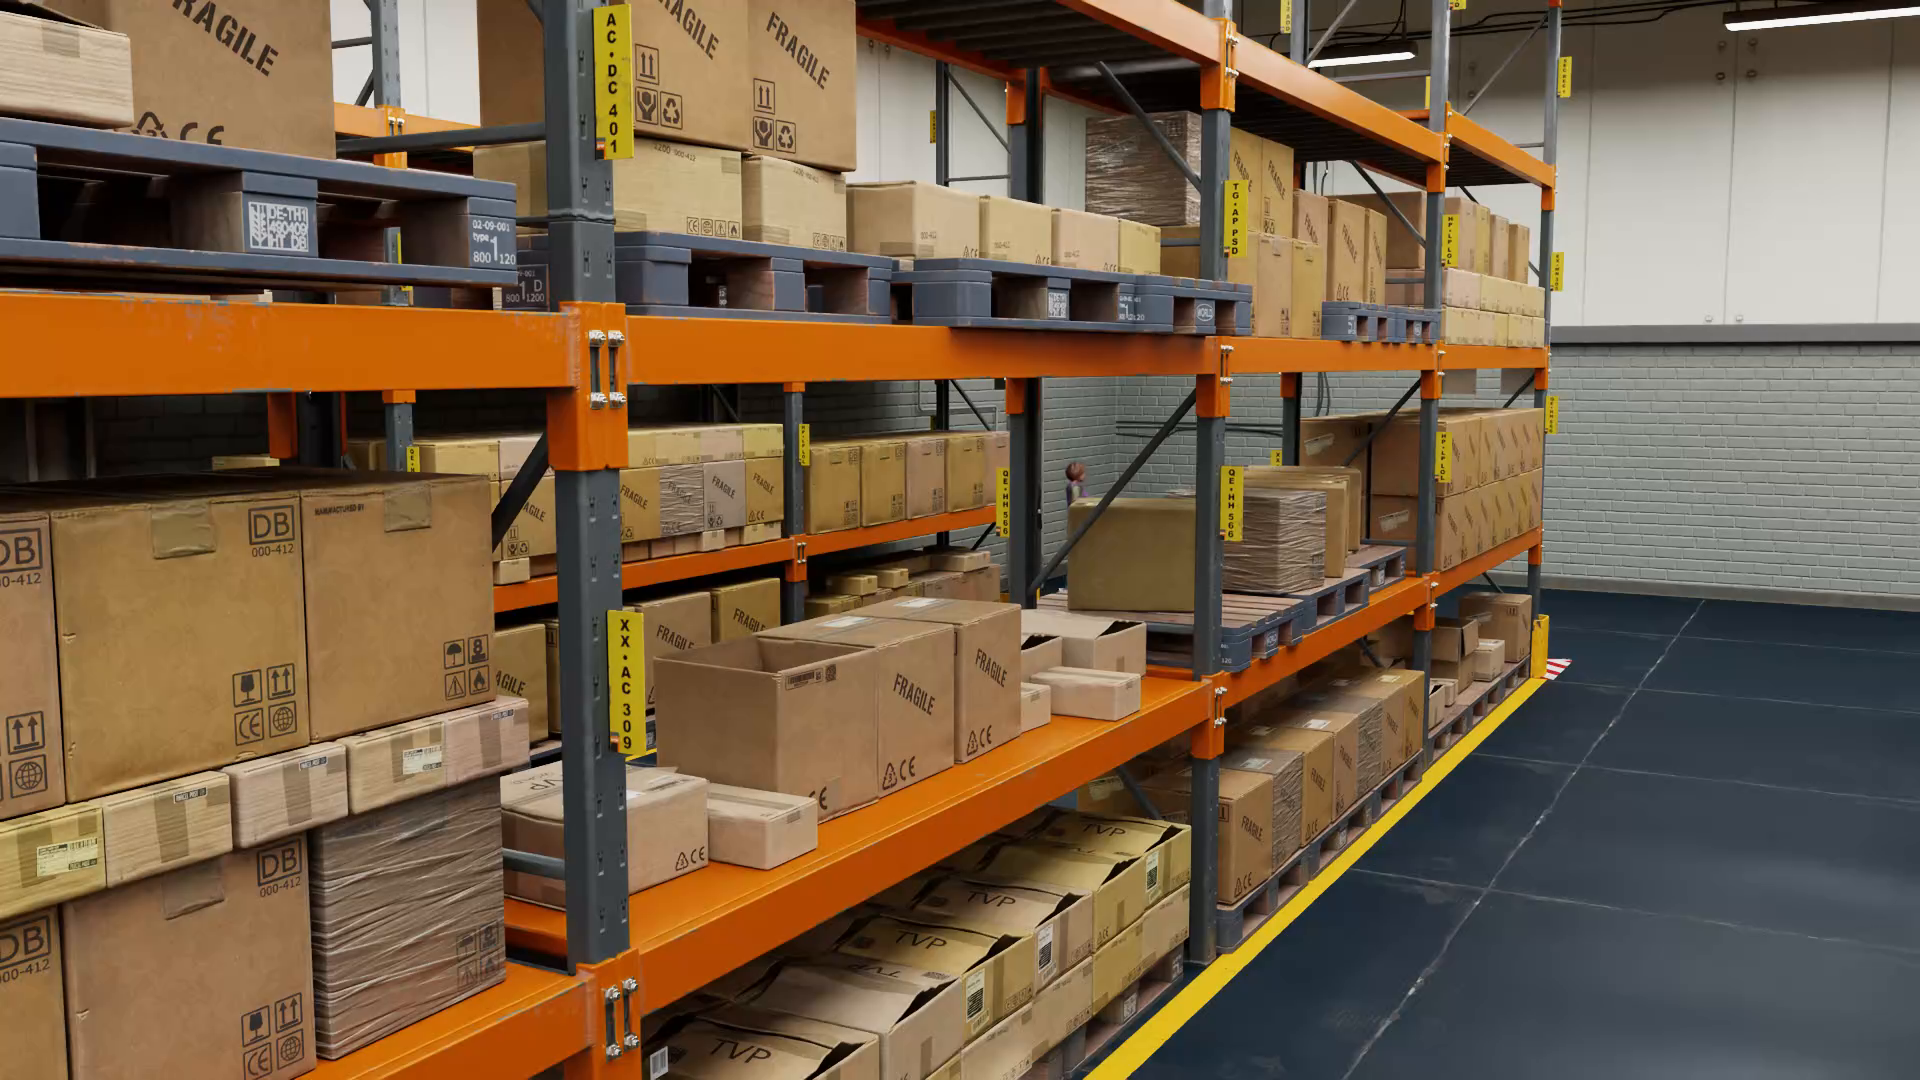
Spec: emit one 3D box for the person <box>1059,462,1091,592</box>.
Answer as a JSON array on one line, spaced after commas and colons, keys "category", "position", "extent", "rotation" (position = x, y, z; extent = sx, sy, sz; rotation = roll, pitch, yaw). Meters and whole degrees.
[{"category": "person", "position": [1.389, -0.063, 18.663], "extent": [0.567, 1.629, 0.421], "rotation": [0, 6, 1]}]
